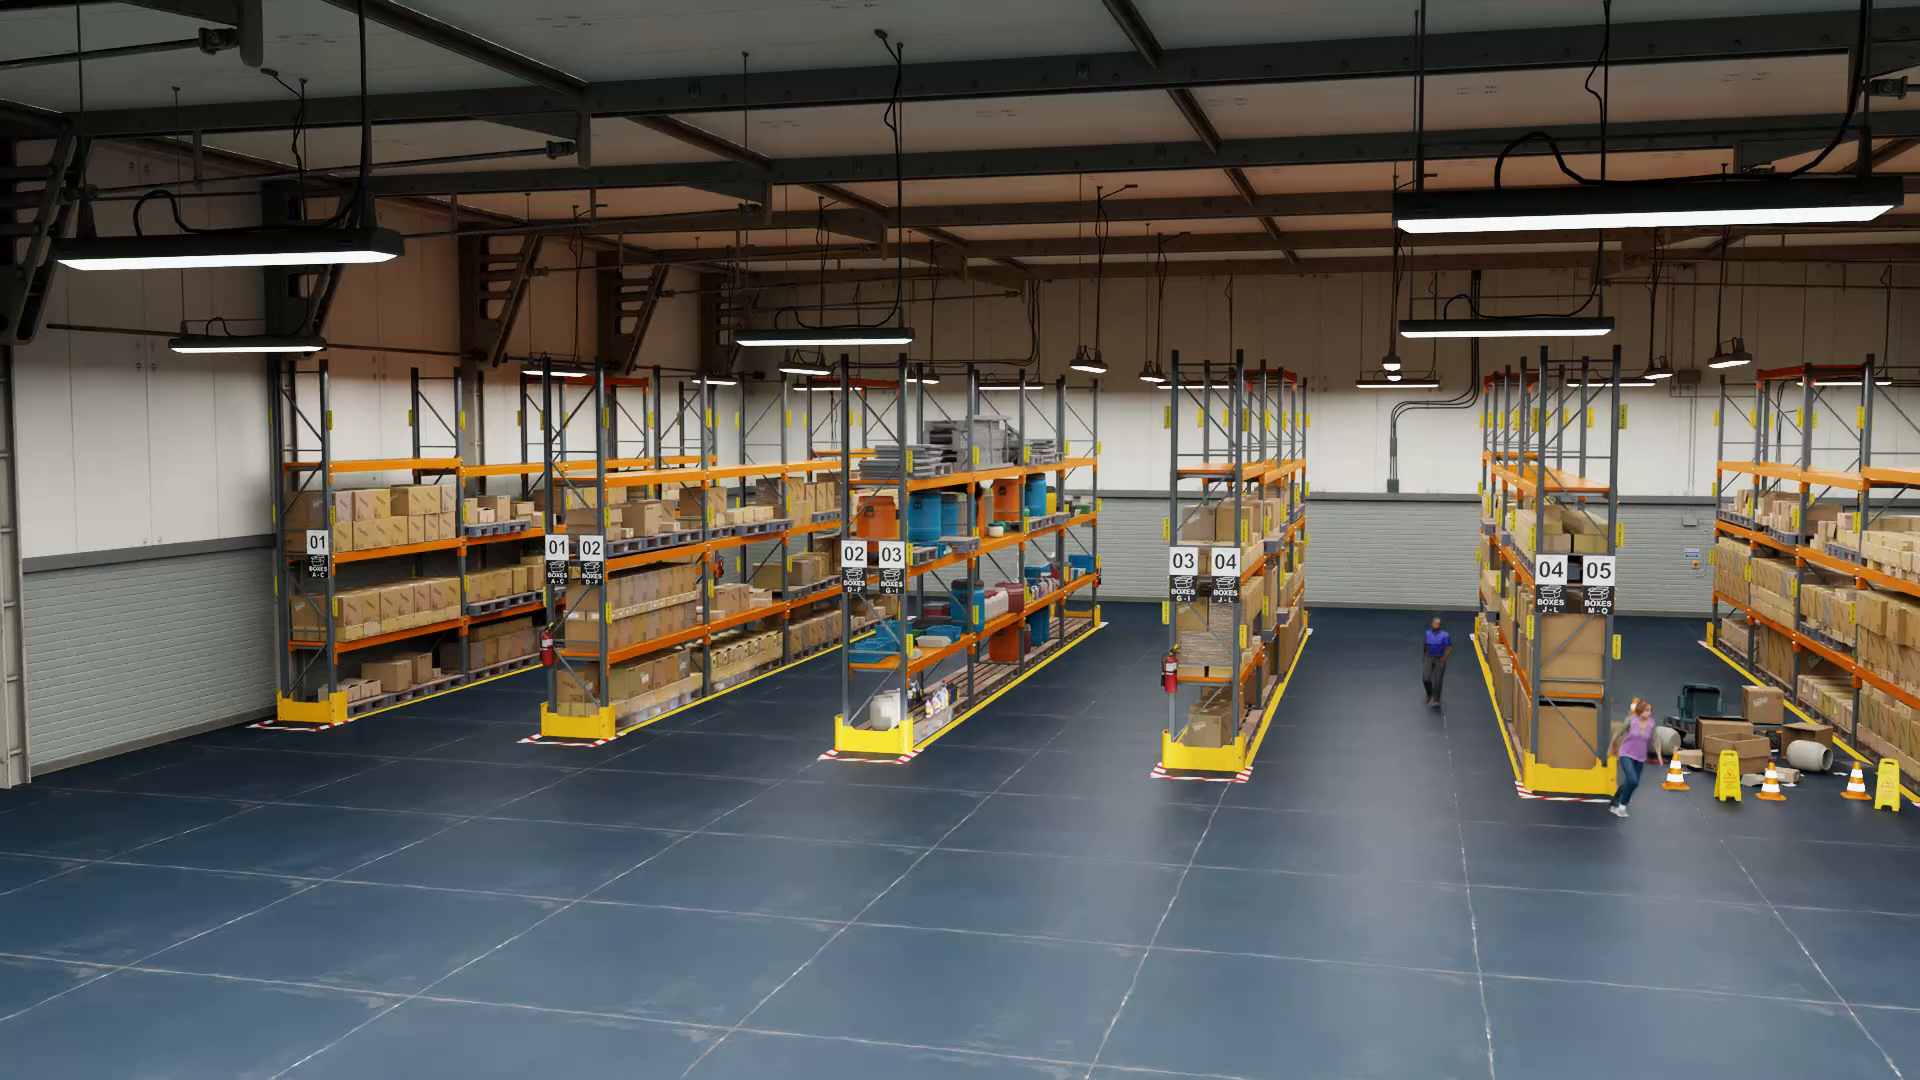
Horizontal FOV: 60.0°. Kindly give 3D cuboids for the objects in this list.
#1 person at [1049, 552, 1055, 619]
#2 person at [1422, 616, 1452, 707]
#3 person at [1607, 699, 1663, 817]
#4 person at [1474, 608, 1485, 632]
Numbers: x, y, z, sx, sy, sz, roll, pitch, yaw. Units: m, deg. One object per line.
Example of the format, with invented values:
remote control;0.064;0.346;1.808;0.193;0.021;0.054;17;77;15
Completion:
person;2.187;1.145;41.738;0.866;1.719;0.641;2;5;31
person;8.249;2.120;28.855;0.572;1.613;0.758;2;5;26
person;8.459;2.732;20.787;0.470;1.534;0.748;-1;4;-9
person;12.609;1.273;39.338;0.947;1.781;0.673;-2;4;-21
